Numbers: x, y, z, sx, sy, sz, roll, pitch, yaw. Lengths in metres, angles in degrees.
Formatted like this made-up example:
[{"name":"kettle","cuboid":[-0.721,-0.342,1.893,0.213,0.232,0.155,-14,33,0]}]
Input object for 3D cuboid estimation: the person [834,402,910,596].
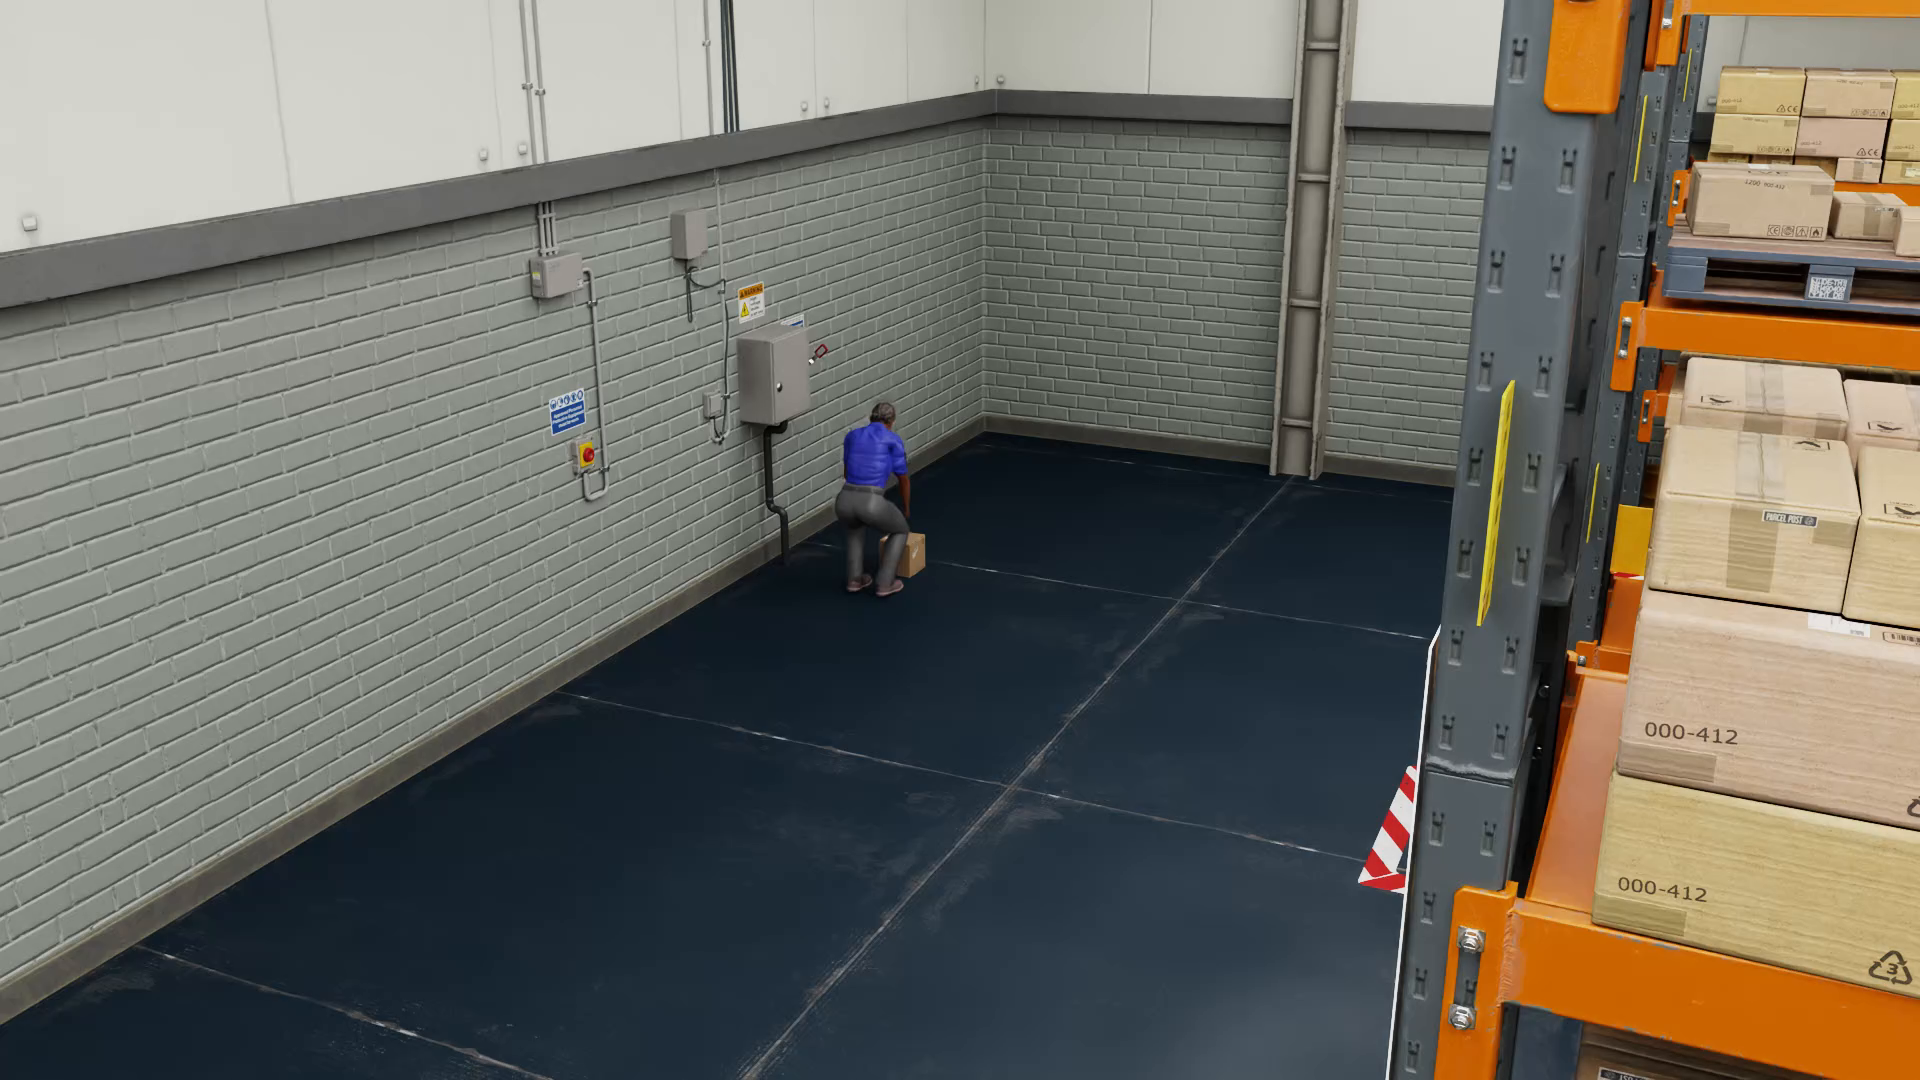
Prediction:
[{"name":"person","cuboid":[-0.622,-0.266,11.433,0.496,1.277,0.683,8,21,23]}]
